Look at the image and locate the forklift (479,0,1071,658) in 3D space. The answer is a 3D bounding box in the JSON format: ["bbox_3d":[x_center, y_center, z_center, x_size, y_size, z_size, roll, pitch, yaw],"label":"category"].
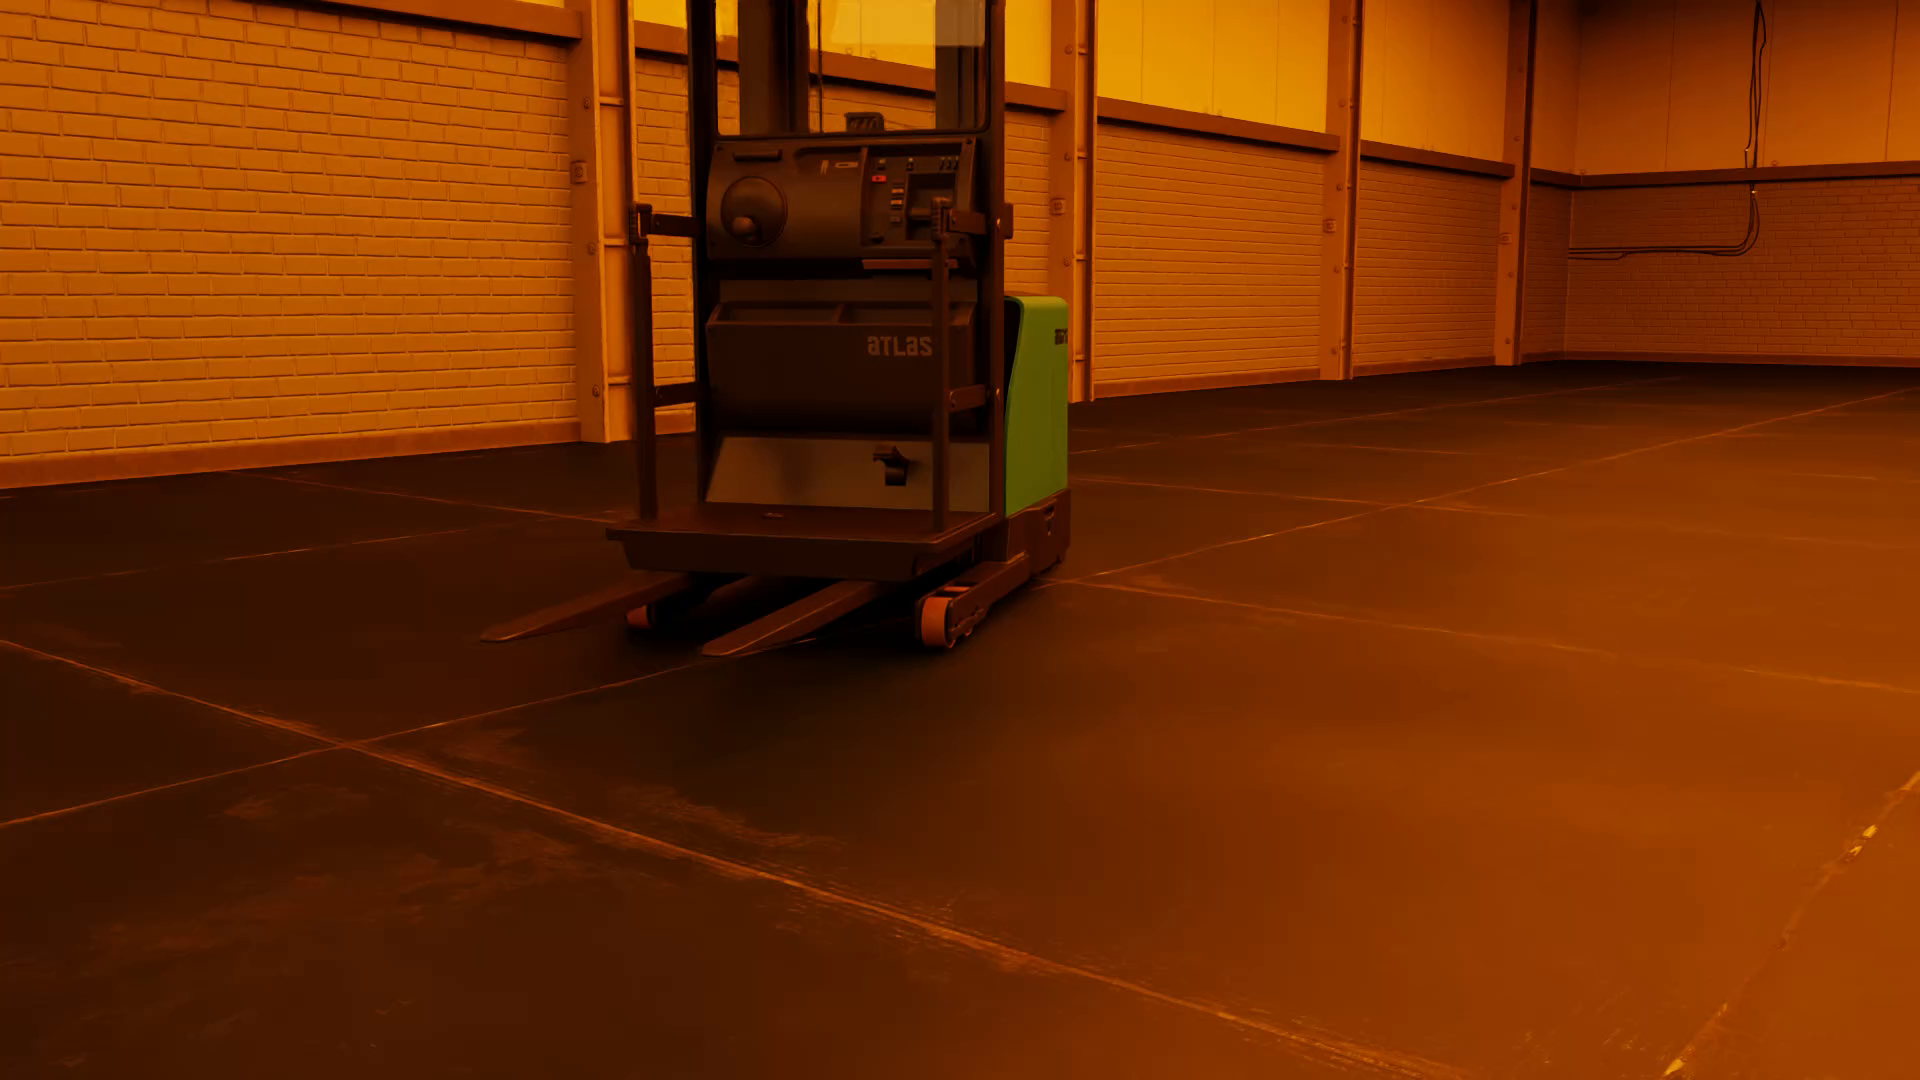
[{"bbox_3d":[-0.459,-1.177,5.329,1.130,2.935,3.031,2,9,16],"label":"forklift"}]
